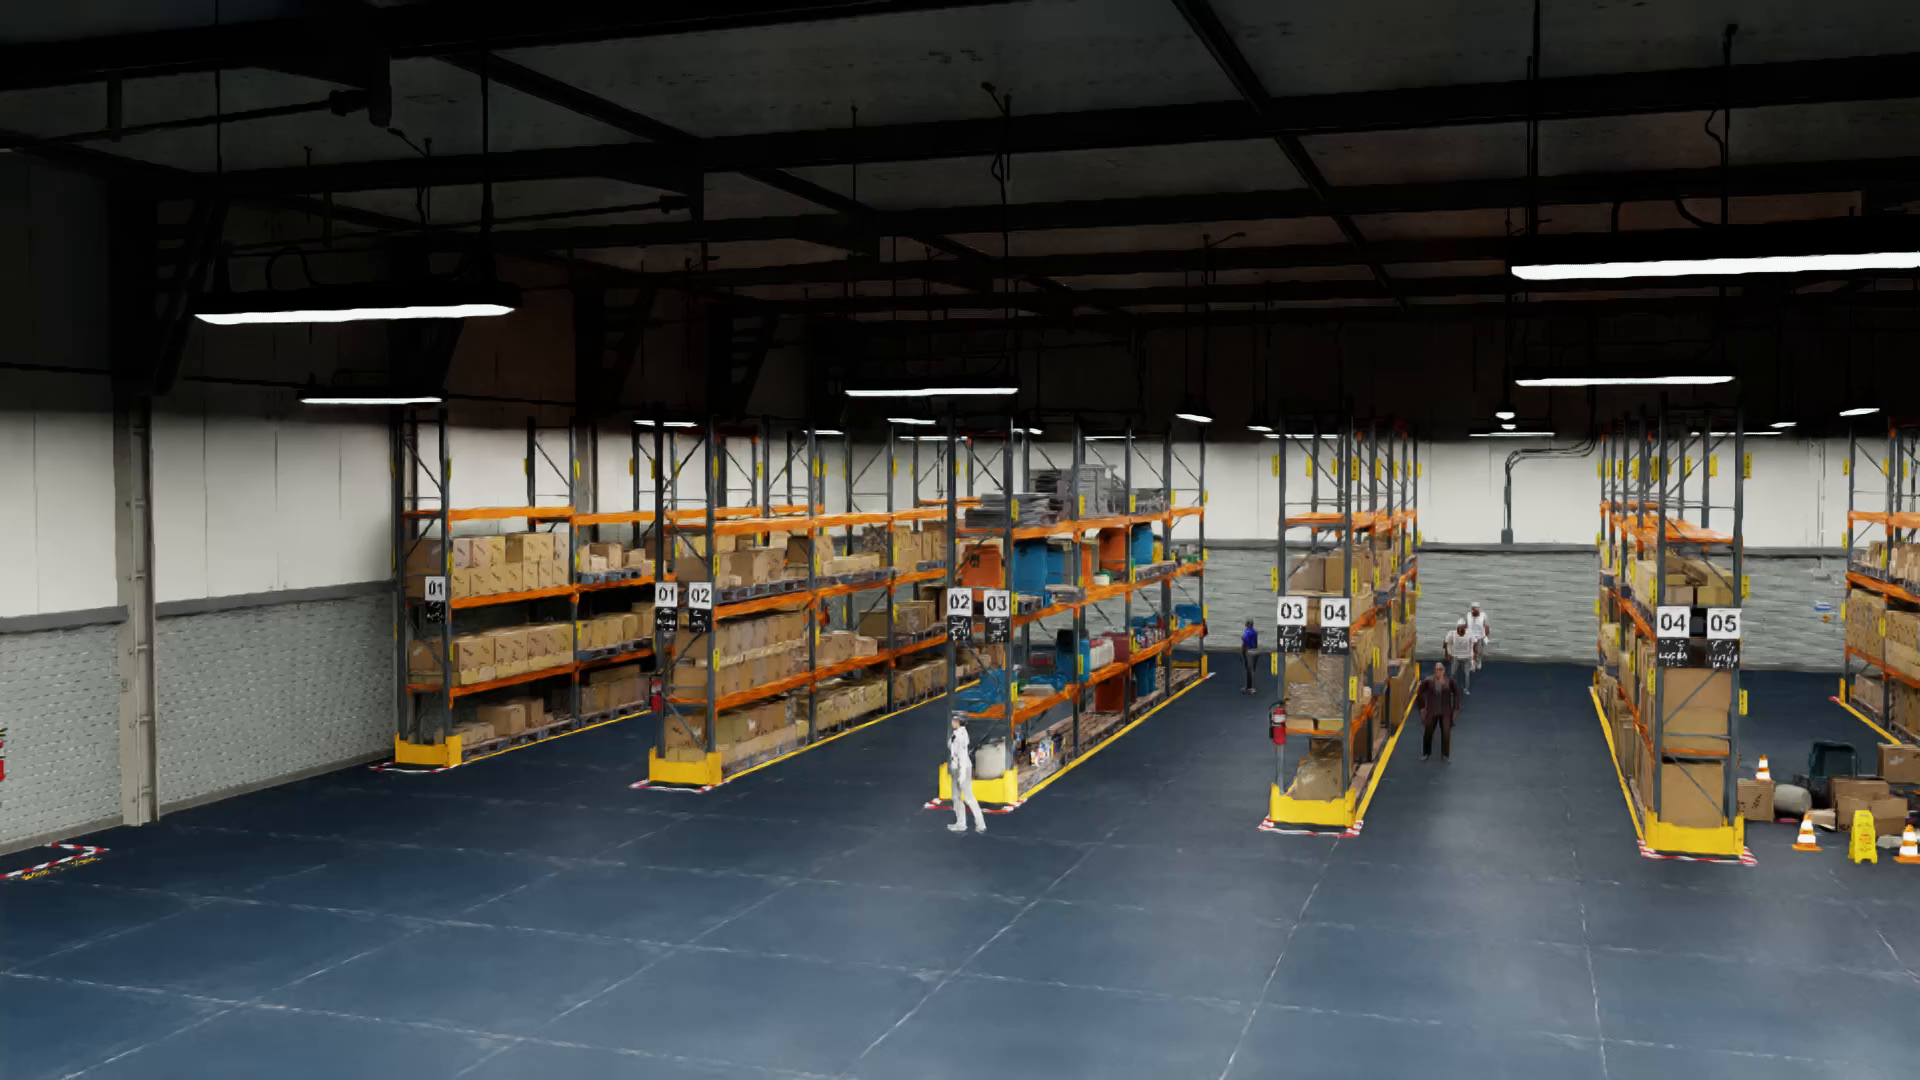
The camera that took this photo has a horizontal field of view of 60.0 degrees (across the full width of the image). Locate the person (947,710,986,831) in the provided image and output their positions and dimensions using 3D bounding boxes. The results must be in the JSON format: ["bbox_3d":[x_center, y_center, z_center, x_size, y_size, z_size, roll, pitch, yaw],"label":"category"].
[{"bbox_3d":[0.086,3.190,23.027,0.522,1.664,0.569,0,2,-9],"label":"person"}]

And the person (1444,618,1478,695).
[{"bbox_3d":[11.060,2.578,36.745,0.719,1.714,0.578,1,3,17],"label":"person"}]

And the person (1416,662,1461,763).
[{"bbox_3d":[8.132,2.927,28.284,0.729,1.733,0.544,1,3,17],"label":"person"}]

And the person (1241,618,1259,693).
[{"bbox_3d":[6.476,2.566,37.257,0.555,1.650,0.588,2,3,43],"label":"person"}]

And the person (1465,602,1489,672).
[{"bbox_3d":[12.743,2.379,41.012,0.577,1.733,1.042,1,3,18],"label":"person"}]
